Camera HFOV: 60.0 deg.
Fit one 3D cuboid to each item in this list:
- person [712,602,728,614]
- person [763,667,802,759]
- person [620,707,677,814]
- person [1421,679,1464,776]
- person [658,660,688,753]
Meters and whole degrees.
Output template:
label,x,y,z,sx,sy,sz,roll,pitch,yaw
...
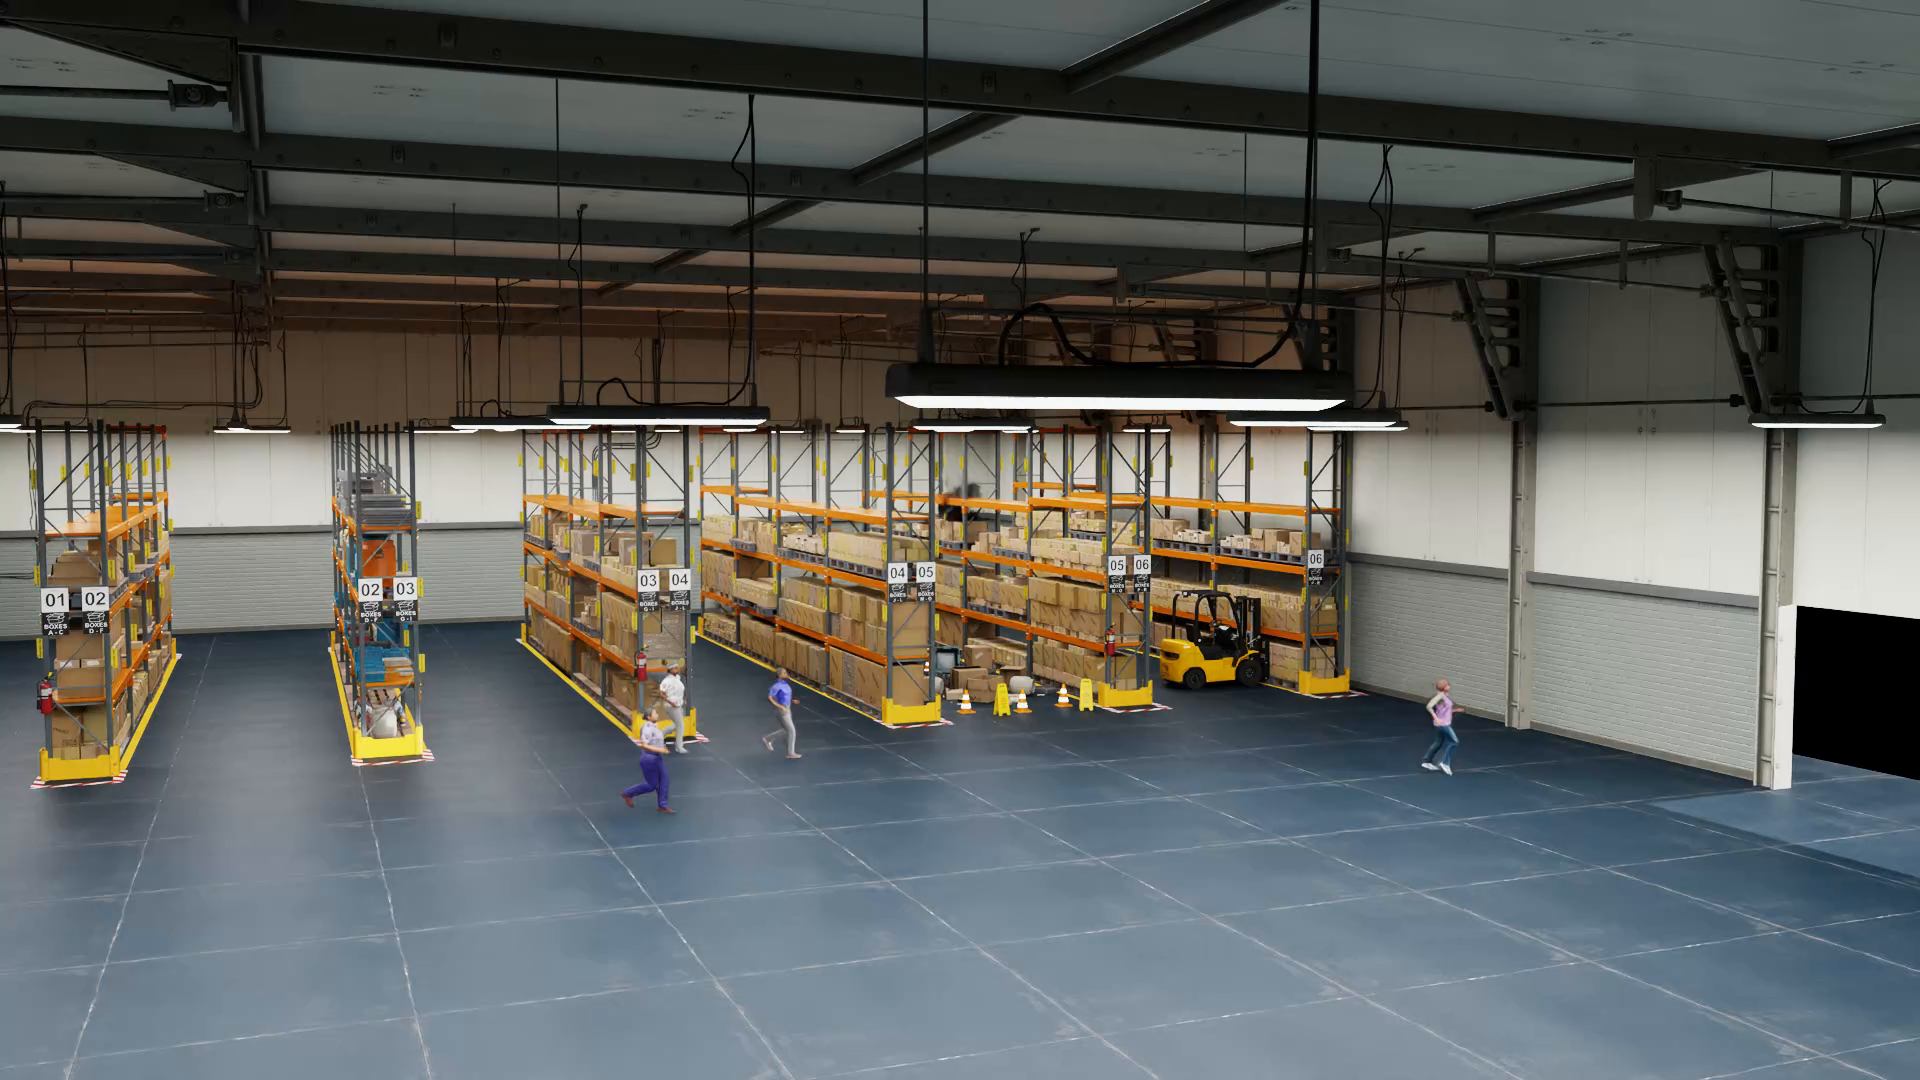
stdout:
label,x,y,z,sx,sy,sz,roll,pitch,yaw
person,-7.074,1.762,49.607,0.624,1.746,0.686,-1,4,-20
person,-3.184,3.064,29.562,0.769,1.615,0.586,1,4,15
person,-4.710,3.355,25.168,0.841,1.636,0.607,0,4,-2
person,8.177,3.163,28.154,0.691,1.627,0.503,1,4,19
person,-5.245,3.020,30.214,0.713,1.694,0.624,1,4,18
